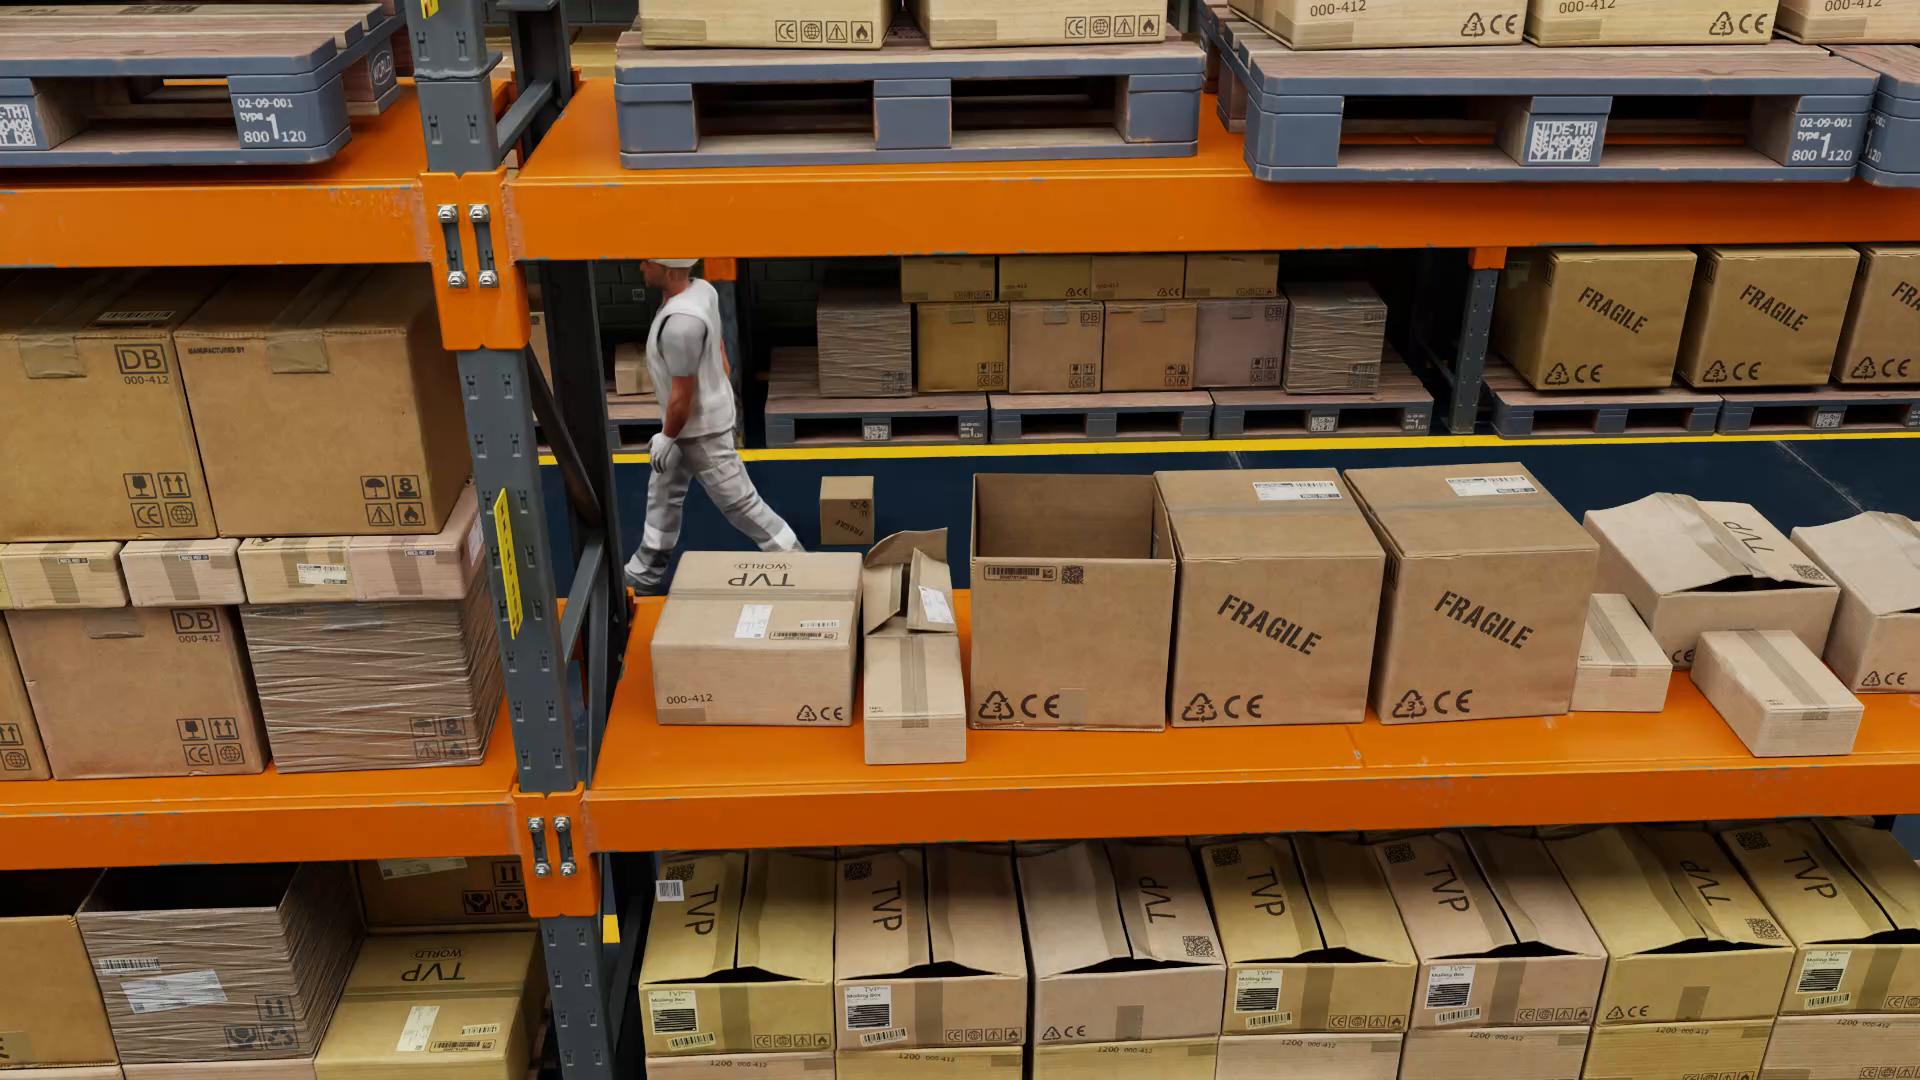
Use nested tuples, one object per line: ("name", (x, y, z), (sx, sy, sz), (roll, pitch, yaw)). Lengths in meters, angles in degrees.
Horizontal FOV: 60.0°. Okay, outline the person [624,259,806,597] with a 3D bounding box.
("person", (-1.130, -0.495, 7.051), (1.043, 1.749, 0.543), (-3, 27, -5))
